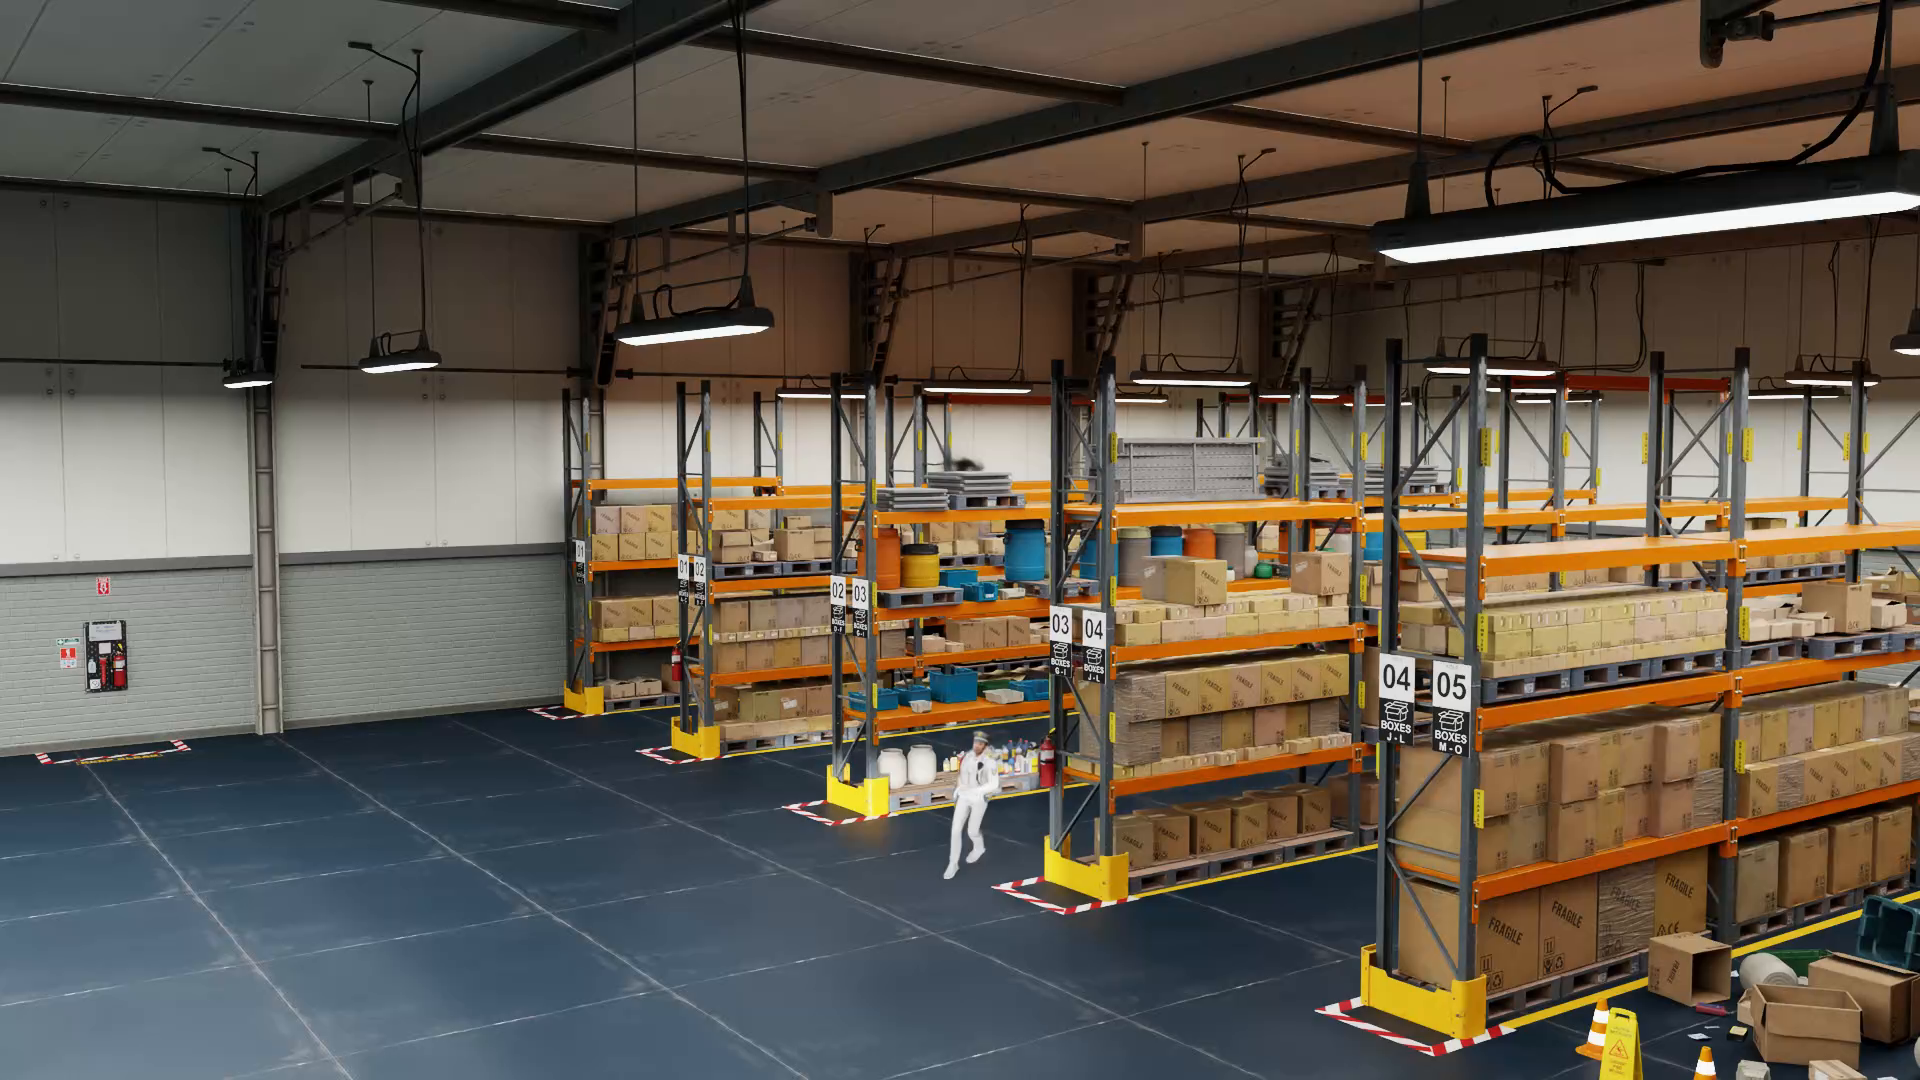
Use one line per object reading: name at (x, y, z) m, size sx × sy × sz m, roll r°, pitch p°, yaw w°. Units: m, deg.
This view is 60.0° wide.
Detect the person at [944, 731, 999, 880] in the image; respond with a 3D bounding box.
person at (0.153, 3.069, 19.480) m, size 0.613 × 1.686 × 0.840 m, roll 2°, pitch 4°, yaw 29°
